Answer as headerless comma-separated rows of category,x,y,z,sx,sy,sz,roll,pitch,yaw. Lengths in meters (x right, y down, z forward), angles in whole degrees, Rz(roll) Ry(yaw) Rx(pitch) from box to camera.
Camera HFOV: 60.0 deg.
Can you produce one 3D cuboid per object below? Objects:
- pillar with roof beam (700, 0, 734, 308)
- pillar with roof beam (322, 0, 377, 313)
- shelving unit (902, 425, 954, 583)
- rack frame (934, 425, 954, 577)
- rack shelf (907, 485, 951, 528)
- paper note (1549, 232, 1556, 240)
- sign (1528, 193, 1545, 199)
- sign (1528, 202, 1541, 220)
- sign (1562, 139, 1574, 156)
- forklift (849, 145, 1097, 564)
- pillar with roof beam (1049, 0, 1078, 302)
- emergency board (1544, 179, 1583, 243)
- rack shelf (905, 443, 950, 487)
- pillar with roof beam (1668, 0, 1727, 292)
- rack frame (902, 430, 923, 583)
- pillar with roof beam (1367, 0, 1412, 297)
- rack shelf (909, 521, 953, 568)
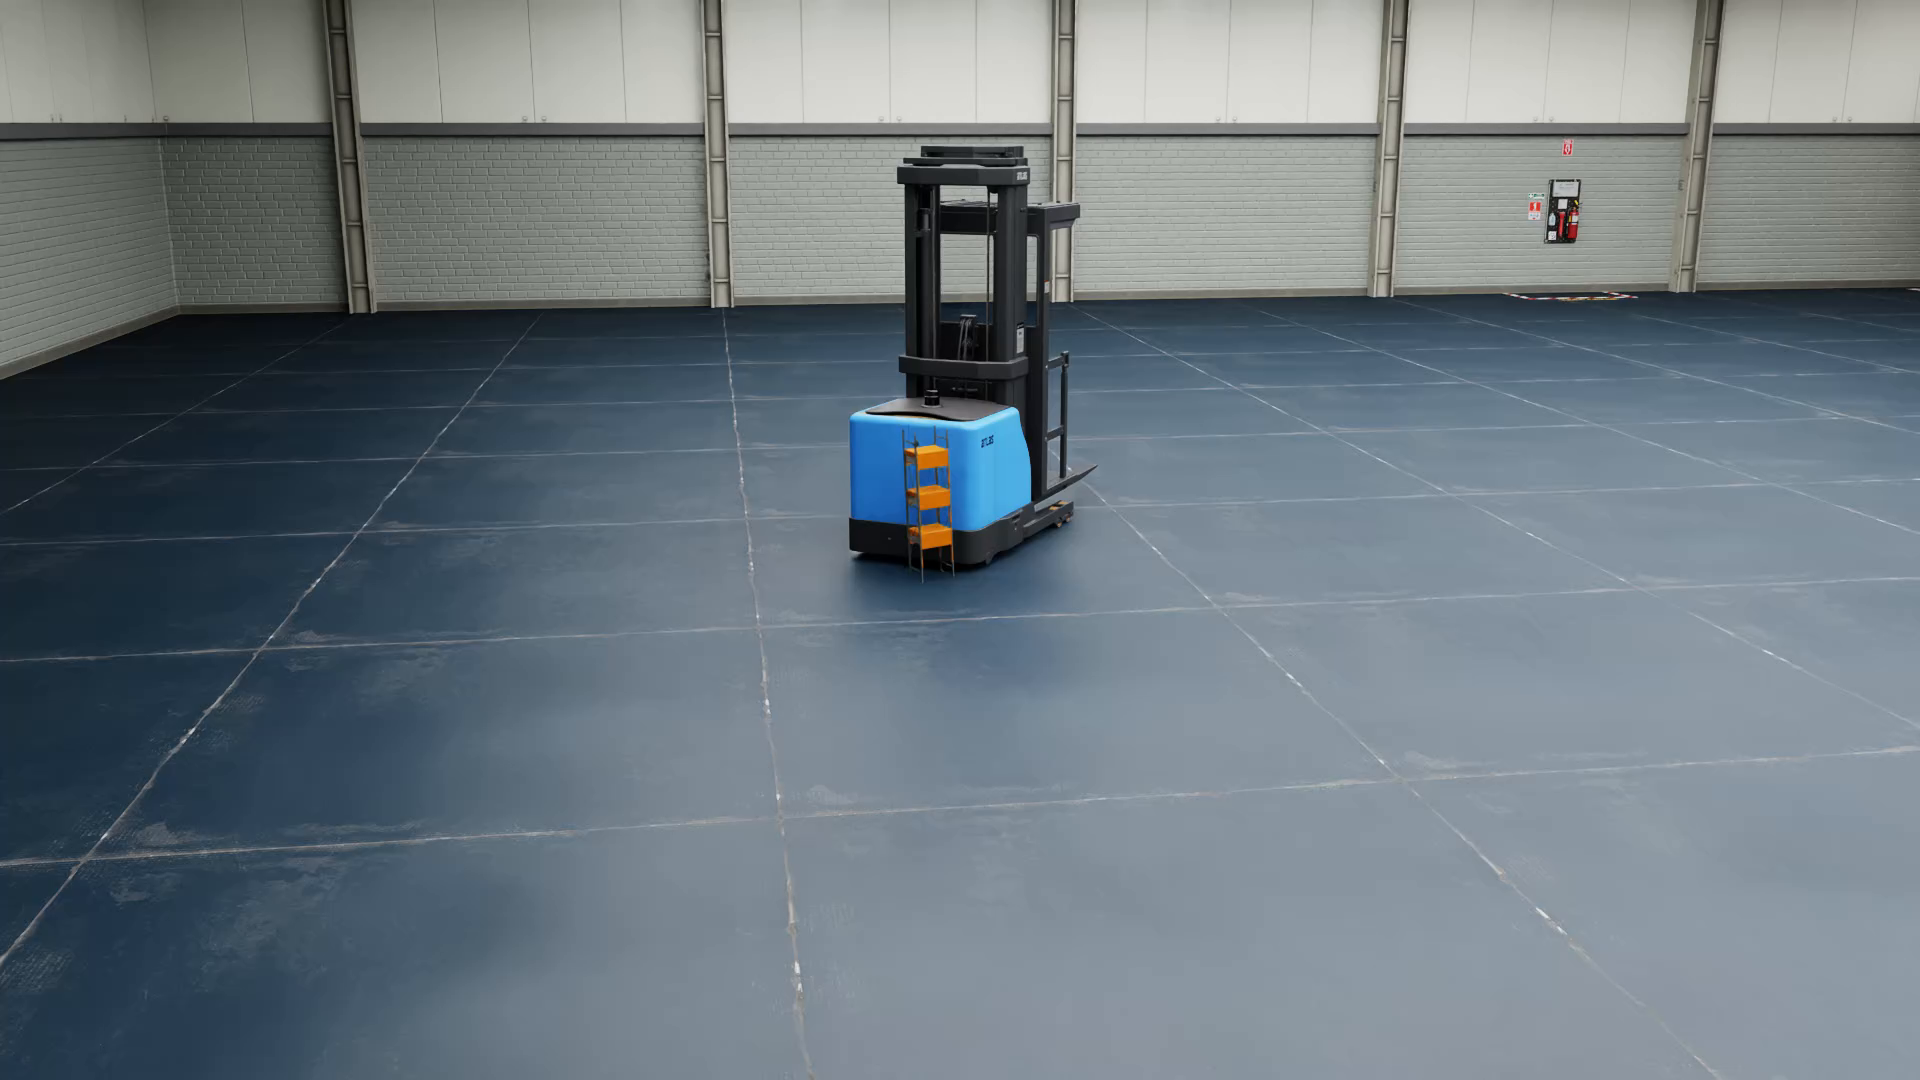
pillar with roof beam,-3.486,-7.389,23.687,0.400,9.000,9.100,-2,14,-8
pillar with roof beam,-9.419,-7.172,22.820,0.400,9.000,9.100,-2,14,-8
shelving unit,-0.219,-0.251,11.540,0.252,1.050,0.215,-10,17,-27
rack frame,-0.112,-0.270,11.595,0.008,1.050,0.200,-10,17,-27
rack shelf,-0.219,-0.241,11.543,0.240,0.259,0.215,-10,17,-27
paper note,11.037,-5.670,30.974,0.142,0.148,0.016,-2,14,-8
sign,10.666,-6.364,30.769,0.331,0.109,0.001,-2,14,-8
sign,10.660,-6.109,30.841,0.234,0.329,0.001,-2,14,-8
sign,11.199,-7.235,30.639,0.199,0.298,0.001,-2,14,-8
forklift,0.260,-1.561,12.920,1.130,2.935,3.031,6,15,24
pillar with roof beam,2.447,-7.607,24.554,0.400,9.000,9.100,-2,14,-8
emergency board,11.222,-6.087,30.826,0.643,1.169,0.194,-2,14,-8
rack shelf,-0.230,-0.515,11.471,0.240,0.259,0.215,-10,17,-27
pillar with roof beam,14.313,-8.042,26.288,0.400,9.000,9.100,-2,14,-8
rack frame,-0.326,-0.232,11.485,0.008,1.050,0.200,-10,17,-27
pillar with roof beam,8.380,-7.824,25.421,0.400,9.000,9.100,-2,14,-8
rack shelf,-0.207,0.028,11.613,0.240,0.259,0.215,-10,17,-27
